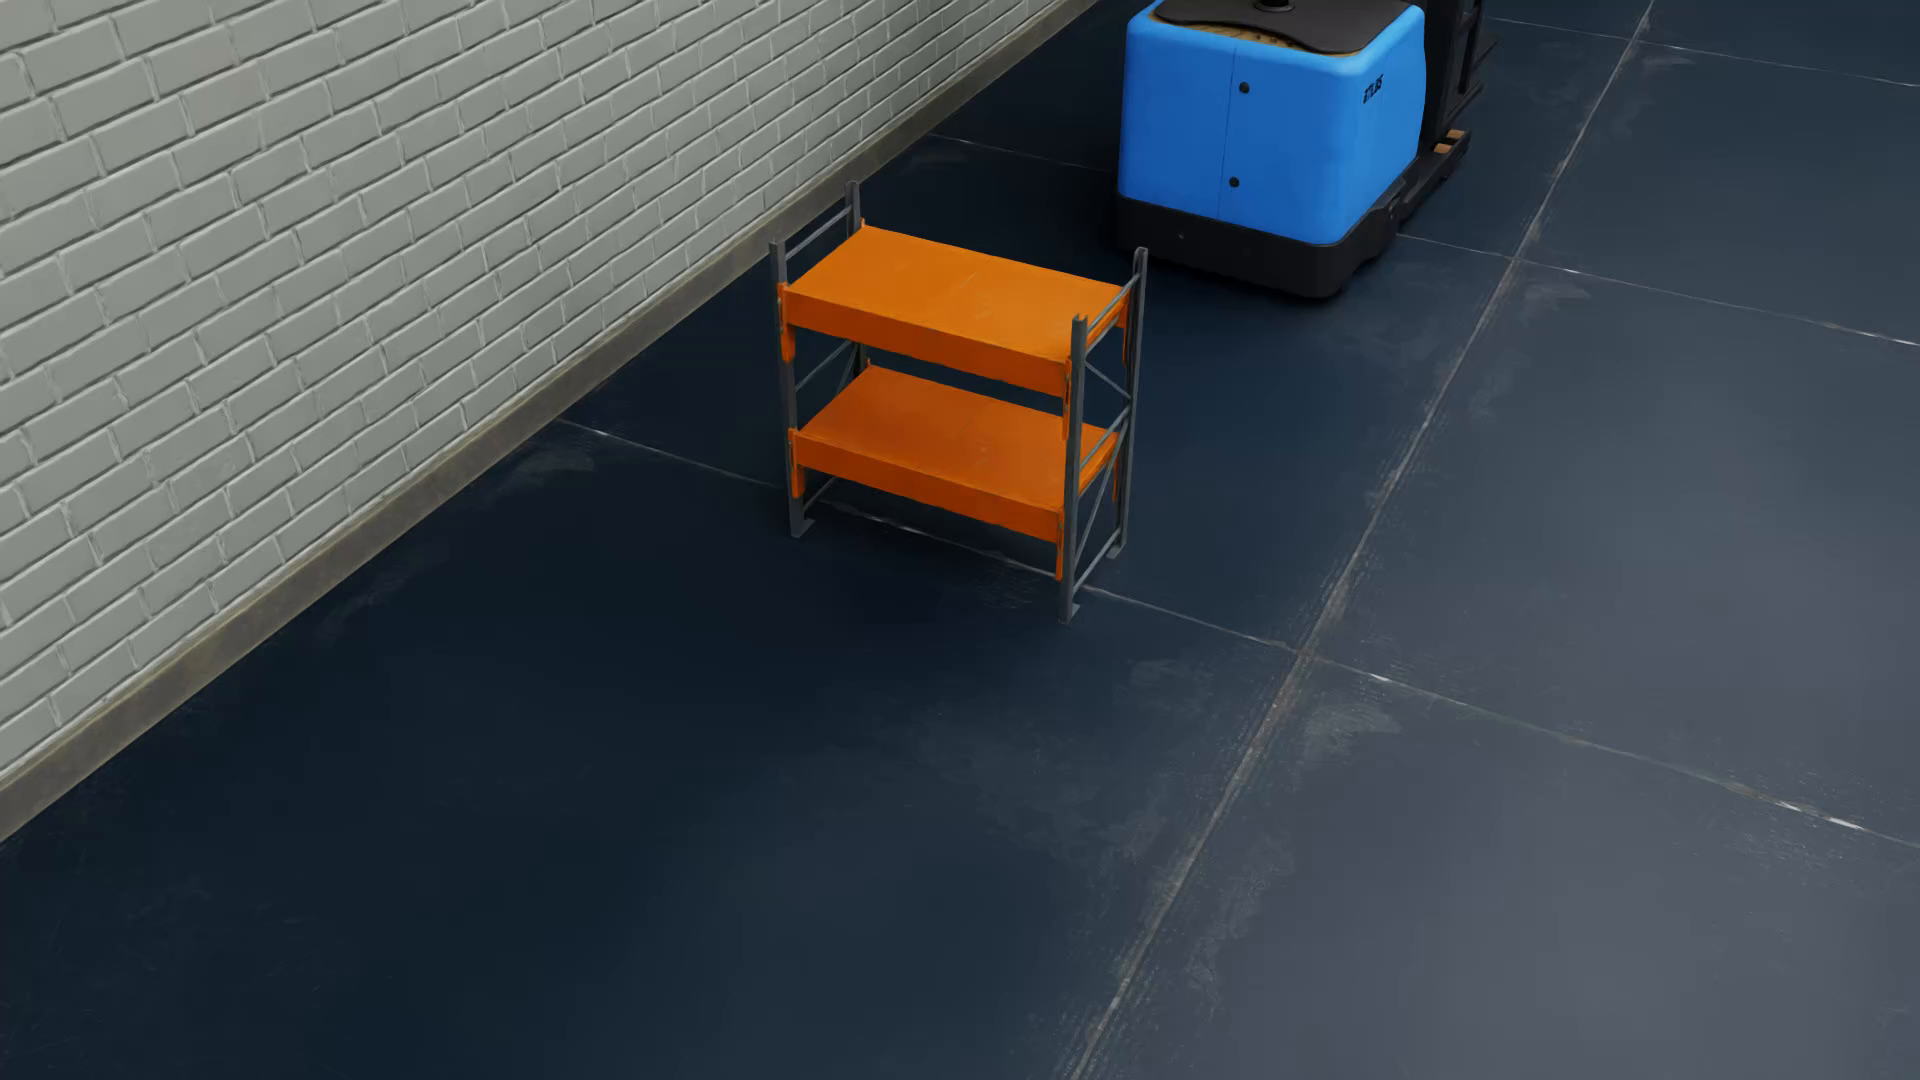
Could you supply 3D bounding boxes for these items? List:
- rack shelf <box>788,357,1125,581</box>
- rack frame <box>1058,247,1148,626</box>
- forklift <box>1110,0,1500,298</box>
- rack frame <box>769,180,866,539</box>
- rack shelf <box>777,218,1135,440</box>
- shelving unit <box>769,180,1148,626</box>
[{"bbox_3d":[-0.006,-0.255,5.560,1.000,0.278,0.538,17,41,21],"label":"rack shelf"},{"bbox_3d":[0.445,-0.309,5.226,0.032,1.125,0.500,17,41,21],"label":"rack frame"},{"bbox_3d":[1.855,-3.048,7.341,1.130,2.935,3.031,20,41,24],"label":"forklift"},{"bbox_3d":[-0.457,-0.591,5.599,0.032,1.125,0.500,17,41,21],"label":"rack frame"},{"bbox_3d":[-0.006,-0.683,5.235,1.000,0.278,0.538,17,41,21],"label":"rack shelf"},{"bbox_3d":[-0.006,-0.450,5.412,1.048,1.125,0.538,17,41,21],"label":"shelving unit"}]
